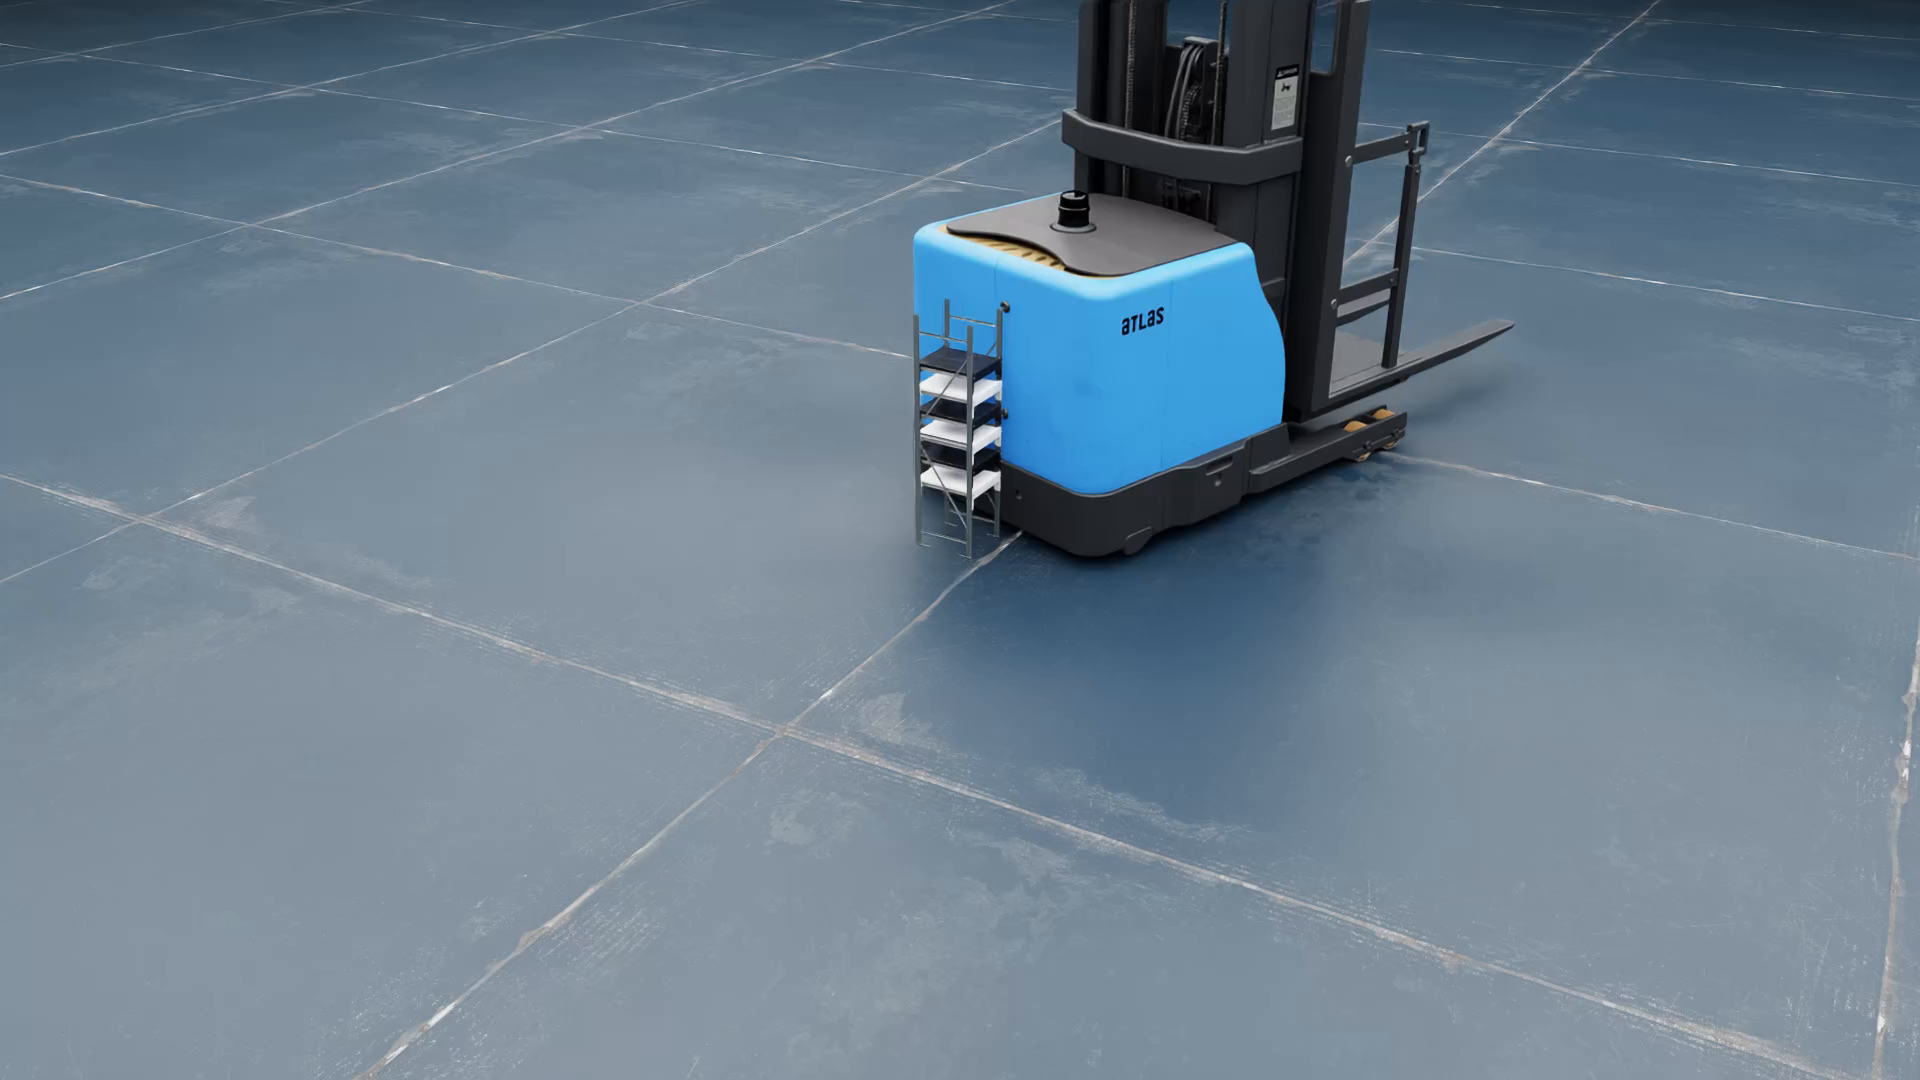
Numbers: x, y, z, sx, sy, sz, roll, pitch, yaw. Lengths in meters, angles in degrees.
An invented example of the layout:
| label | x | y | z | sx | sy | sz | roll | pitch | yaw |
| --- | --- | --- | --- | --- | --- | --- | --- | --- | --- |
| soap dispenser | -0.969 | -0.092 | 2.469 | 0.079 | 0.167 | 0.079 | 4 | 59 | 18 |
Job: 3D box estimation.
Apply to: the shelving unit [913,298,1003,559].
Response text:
| label | x | y | z | sx | sy | sz | roll | pitch | yaw |
| --- | --- | --- | --- | --- | --- | --- | --- | --- | --- |
| shelving unit | -0.007 | -0.398 | 6.040 | 0.258 | 0.900 | 0.210 | 15 | 30 | 28 |

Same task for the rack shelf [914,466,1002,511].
| label | x | y | z | sx | sy | sz | roll | pitch | yaw |
| --- | --- | --- | --- | --- | --- | --- | --- | --- | --- |
| rack shelf | -0.007 | -0.208 | 6.136 | 0.258 | 0.077 | 0.200 | 15 | 30 | 28 |

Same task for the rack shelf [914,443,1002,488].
| label | x | y | z | sx | sy | sz | roll | pitch | yaw |
| --- | --- | --- | --- | --- | --- | --- | --- | --- | --- |
| rack shelf | -0.007 | -0.288 | 6.095 | 0.258 | 0.077 | 0.200 | 15 | 30 | 28 |

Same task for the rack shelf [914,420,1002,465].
| label | x | y | z | sx | sy | sz | roll | pitch | yaw |
| --- | --- | --- | --- | --- | --- | --- | --- | --- | --- |
| rack shelf | -0.007 | -0.369 | 6.055 | 0.258 | 0.077 | 0.200 | 15 | 30 | 28 |

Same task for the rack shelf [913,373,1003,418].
| label | x | y | z | sx | sy | sz | roll | pitch | yaw |
| --- | --- | --- | --- | --- | --- | --- | --- | --- | --- |
| rack shelf | -0.007 | -0.529 | 5.974 | 0.258 | 0.077 | 0.200 | 15 | 30 | 28 |

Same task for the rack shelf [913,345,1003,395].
| label | x | y | z | sx | sy | sz | roll | pitch | yaw |
| --- | --- | --- | --- | --- | --- | --- | --- | --- | --- |
| rack shelf | -0.007 | -0.610 | 5.934 | 0.258 | 0.077 | 0.200 | 15 | 30 | 28 |

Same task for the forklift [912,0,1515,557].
| label | x | y | z | sx | sy | sz | roll | pitch | yaw |
| --- | --- | --- | --- | --- | --- | --- | --- | --- | --- |
| forklift | 1.248 | -1.792 | 6.555 | 3.031 | 2.935 | 1.130 | -22 | 34 | -36 |

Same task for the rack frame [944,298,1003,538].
| label | x | y | z | sx | sy | sz | roll | pitch | yaw |
| --- | --- | --- | --- | --- | --- | --- | --- | --- | --- |
| rack frame | 0.046 | -0.437 | 6.118 | 0.240 | 0.900 | 0.006 | 15 | 30 | 28 |

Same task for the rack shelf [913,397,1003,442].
| label | x | y | z | sx | sy | sz | roll | pitch | yaw |
| --- | --- | --- | --- | --- | --- | --- | --- | --- | --- |
| rack shelf | -0.007 | -0.449 | 6.015 | 0.258 | 0.077 | 0.200 | 15 | 30 | 28 |

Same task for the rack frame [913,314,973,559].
| label | x | y | z | sx | sy | sz | roll | pitch | yaw |
| --- | --- | --- | --- | --- | --- | --- | --- | --- | --- |
| rack frame | -0.060 | -0.359 | 5.962 | 0.240 | 0.900 | 0.006 | 15 | 30 | 28 |
